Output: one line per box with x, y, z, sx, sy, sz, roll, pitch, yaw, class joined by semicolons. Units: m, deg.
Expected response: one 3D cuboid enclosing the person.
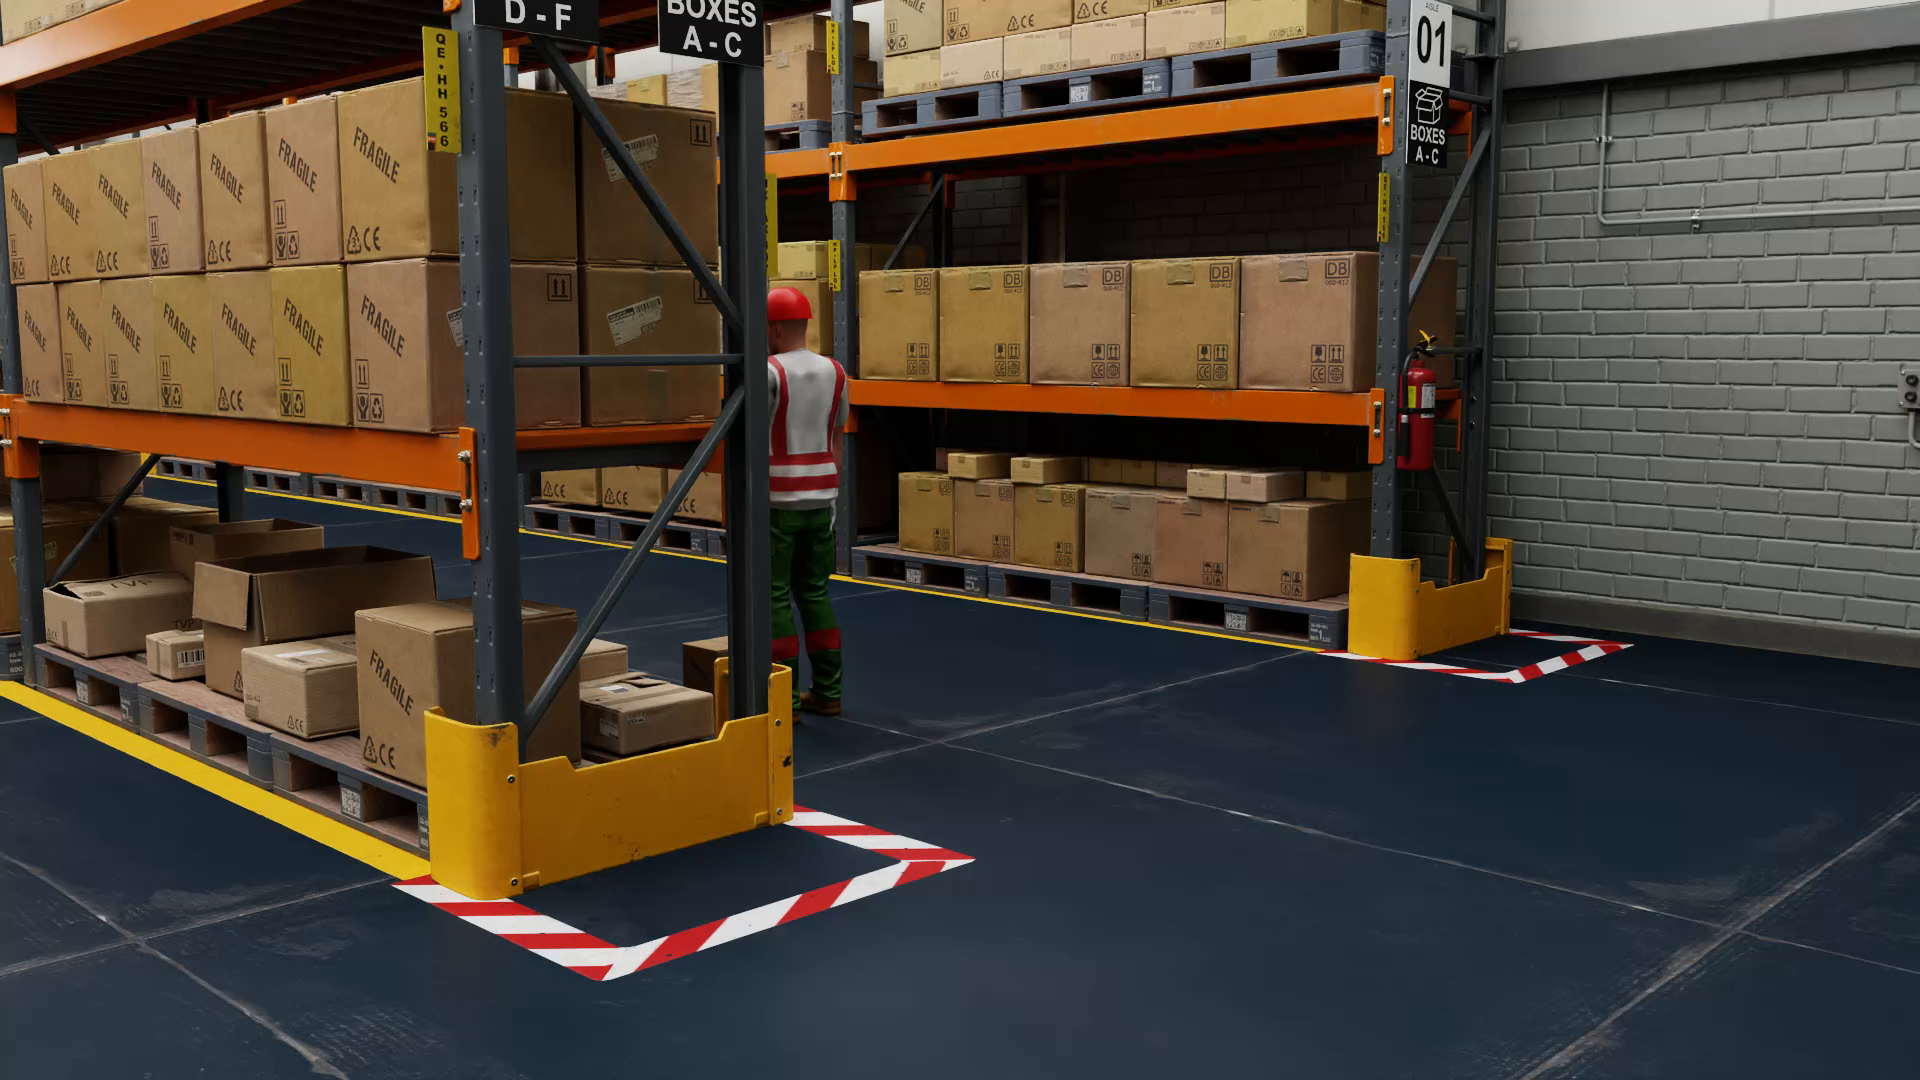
-0.707;-0.143;6.858;0.348;1.780;0.527;7;10;45;person
